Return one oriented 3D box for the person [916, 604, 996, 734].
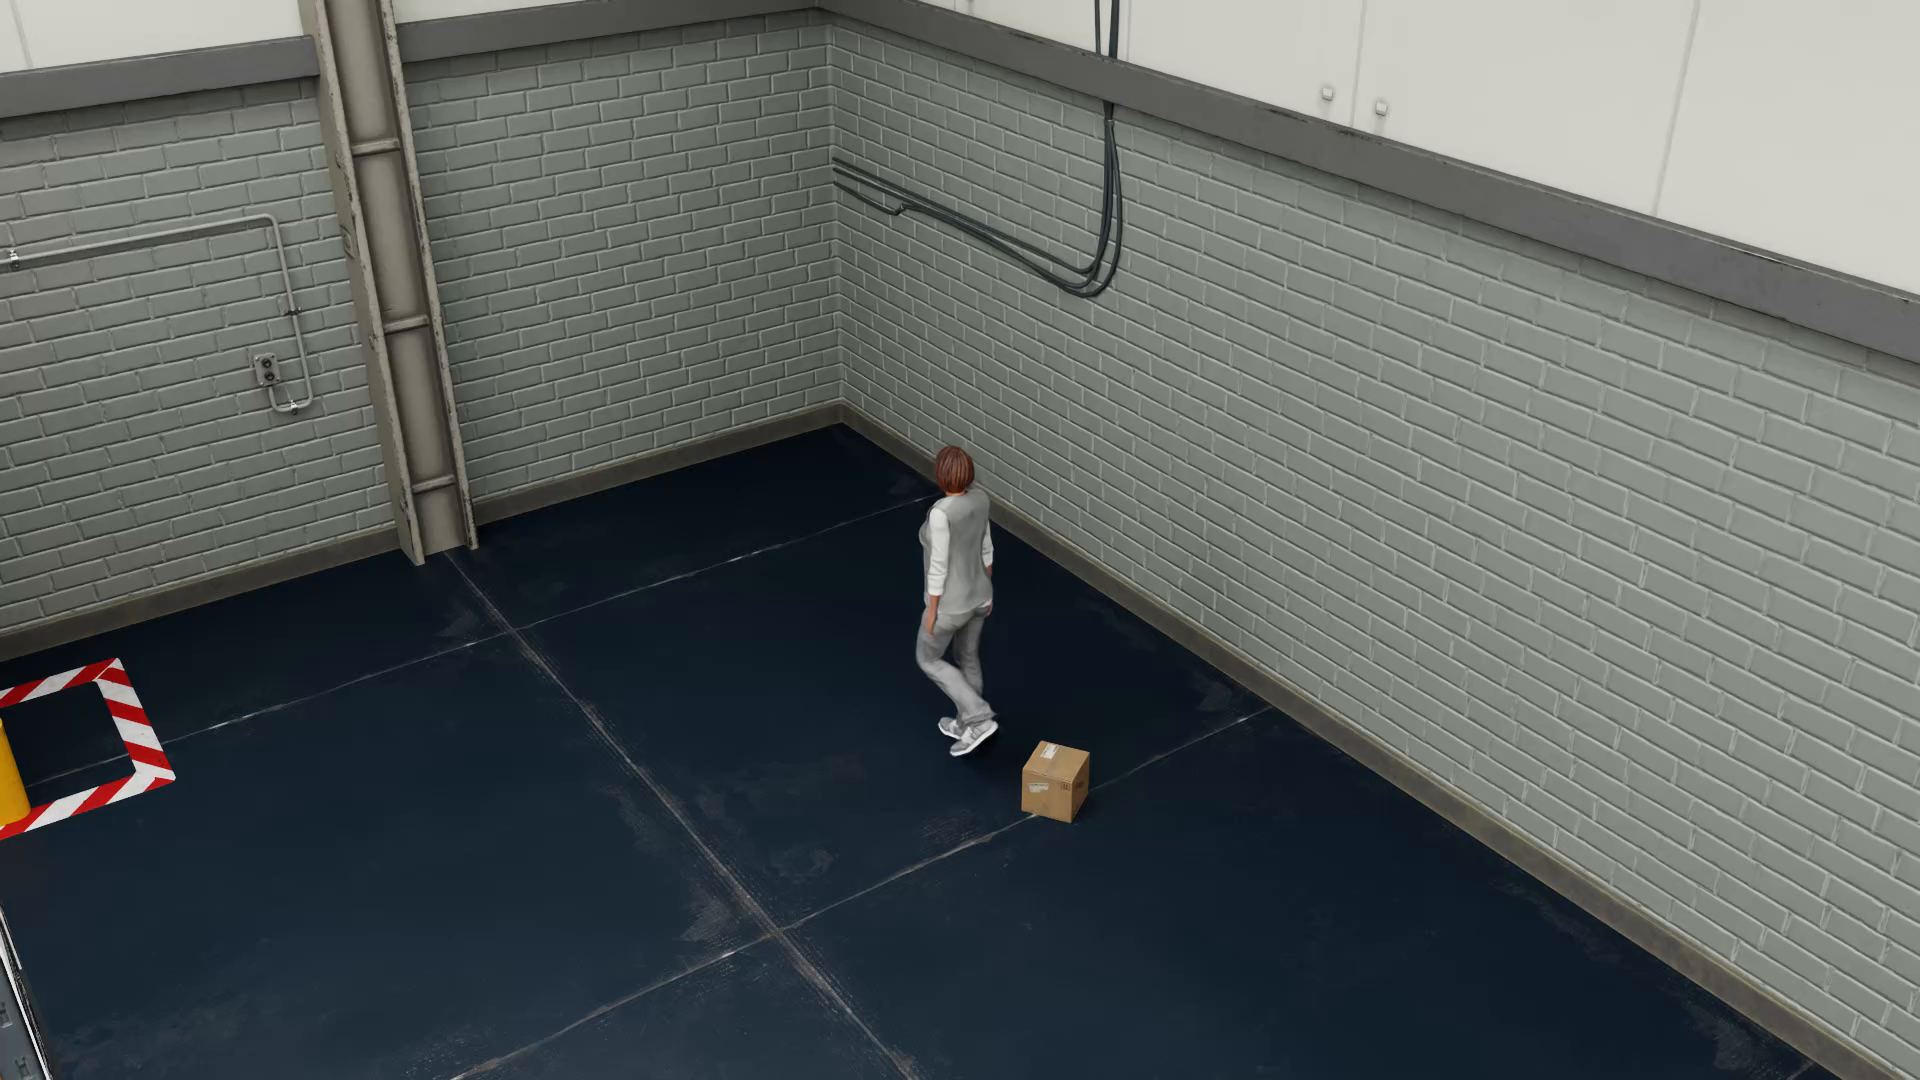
[{"bbox_3d":[0.029,0.592,8.169,0.419,0.852,0.356,24,37,37],"label":"person"}]
